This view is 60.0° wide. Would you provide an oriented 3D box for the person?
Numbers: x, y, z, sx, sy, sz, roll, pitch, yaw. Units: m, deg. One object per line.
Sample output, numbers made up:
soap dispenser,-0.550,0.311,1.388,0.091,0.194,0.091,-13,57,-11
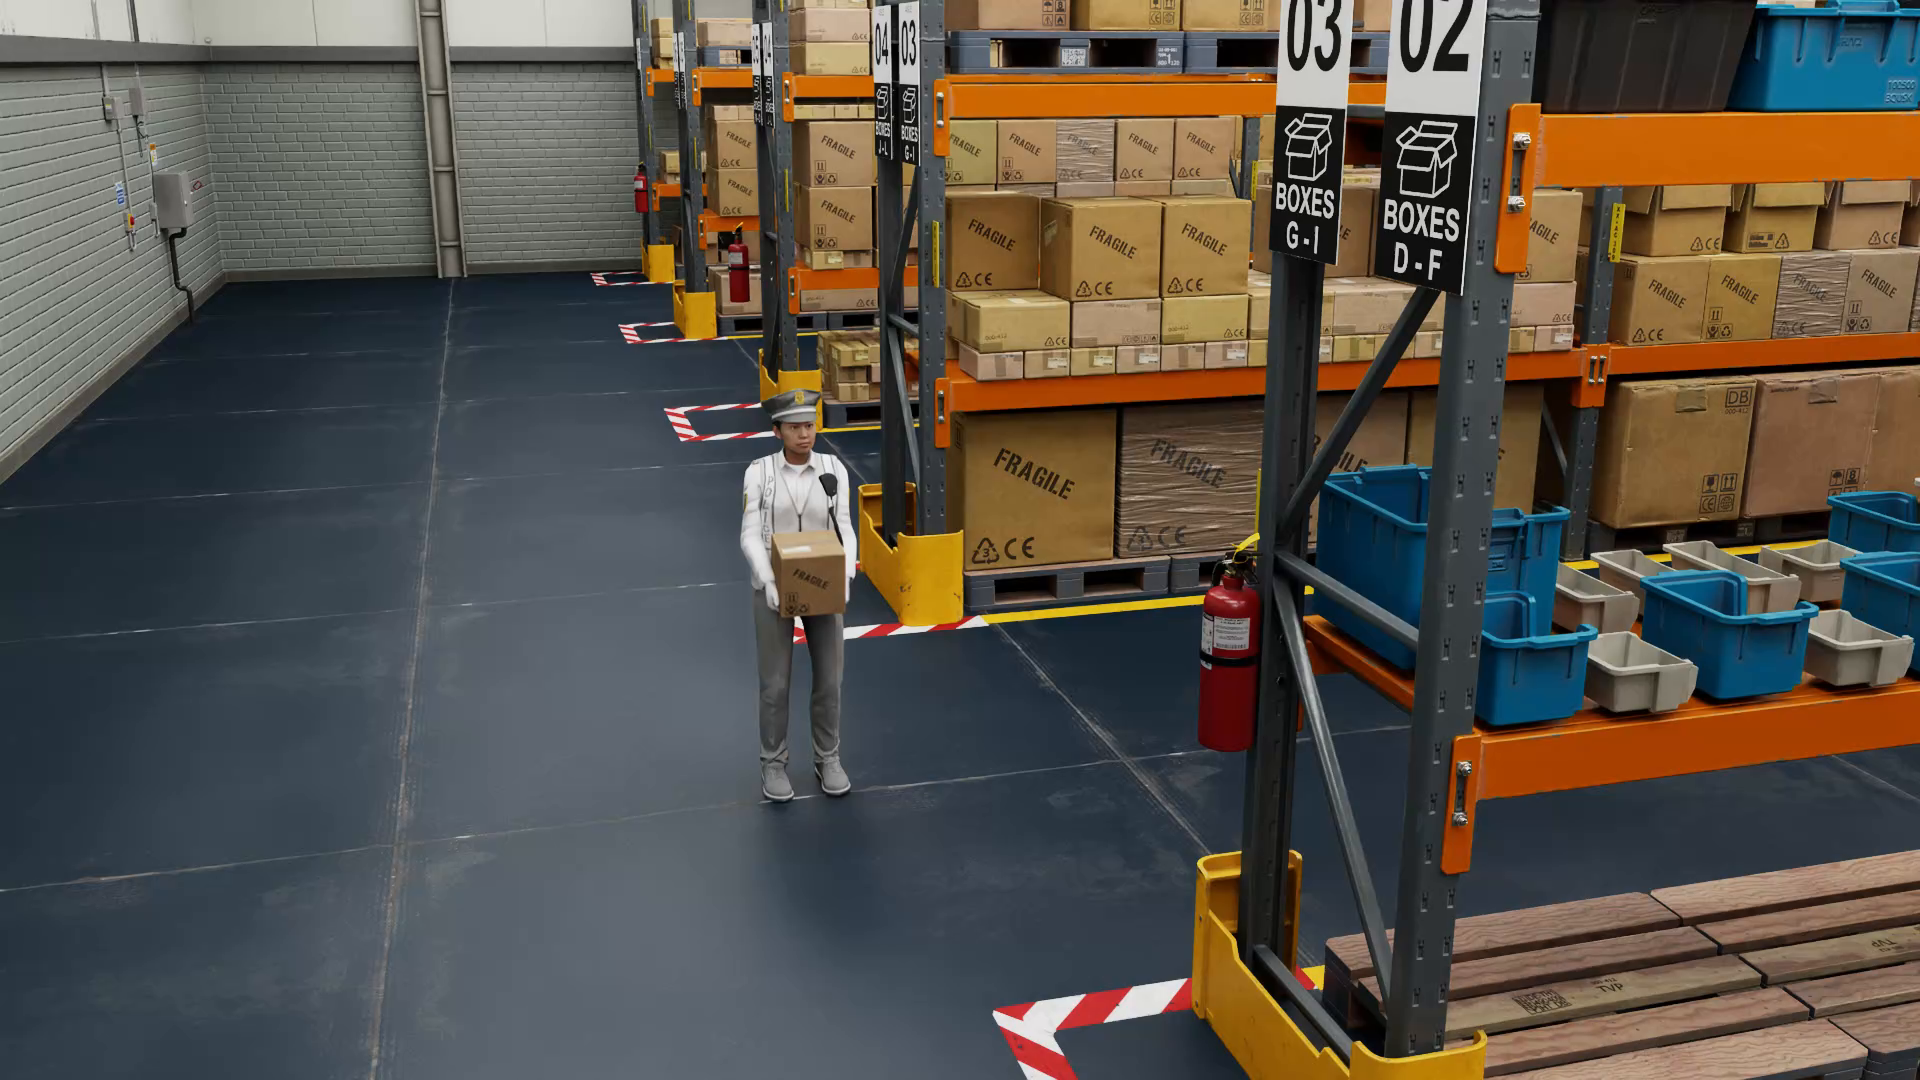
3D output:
person,-0.639,0.236,6.676,0.459,1.687,0.541,-4,17,-14
